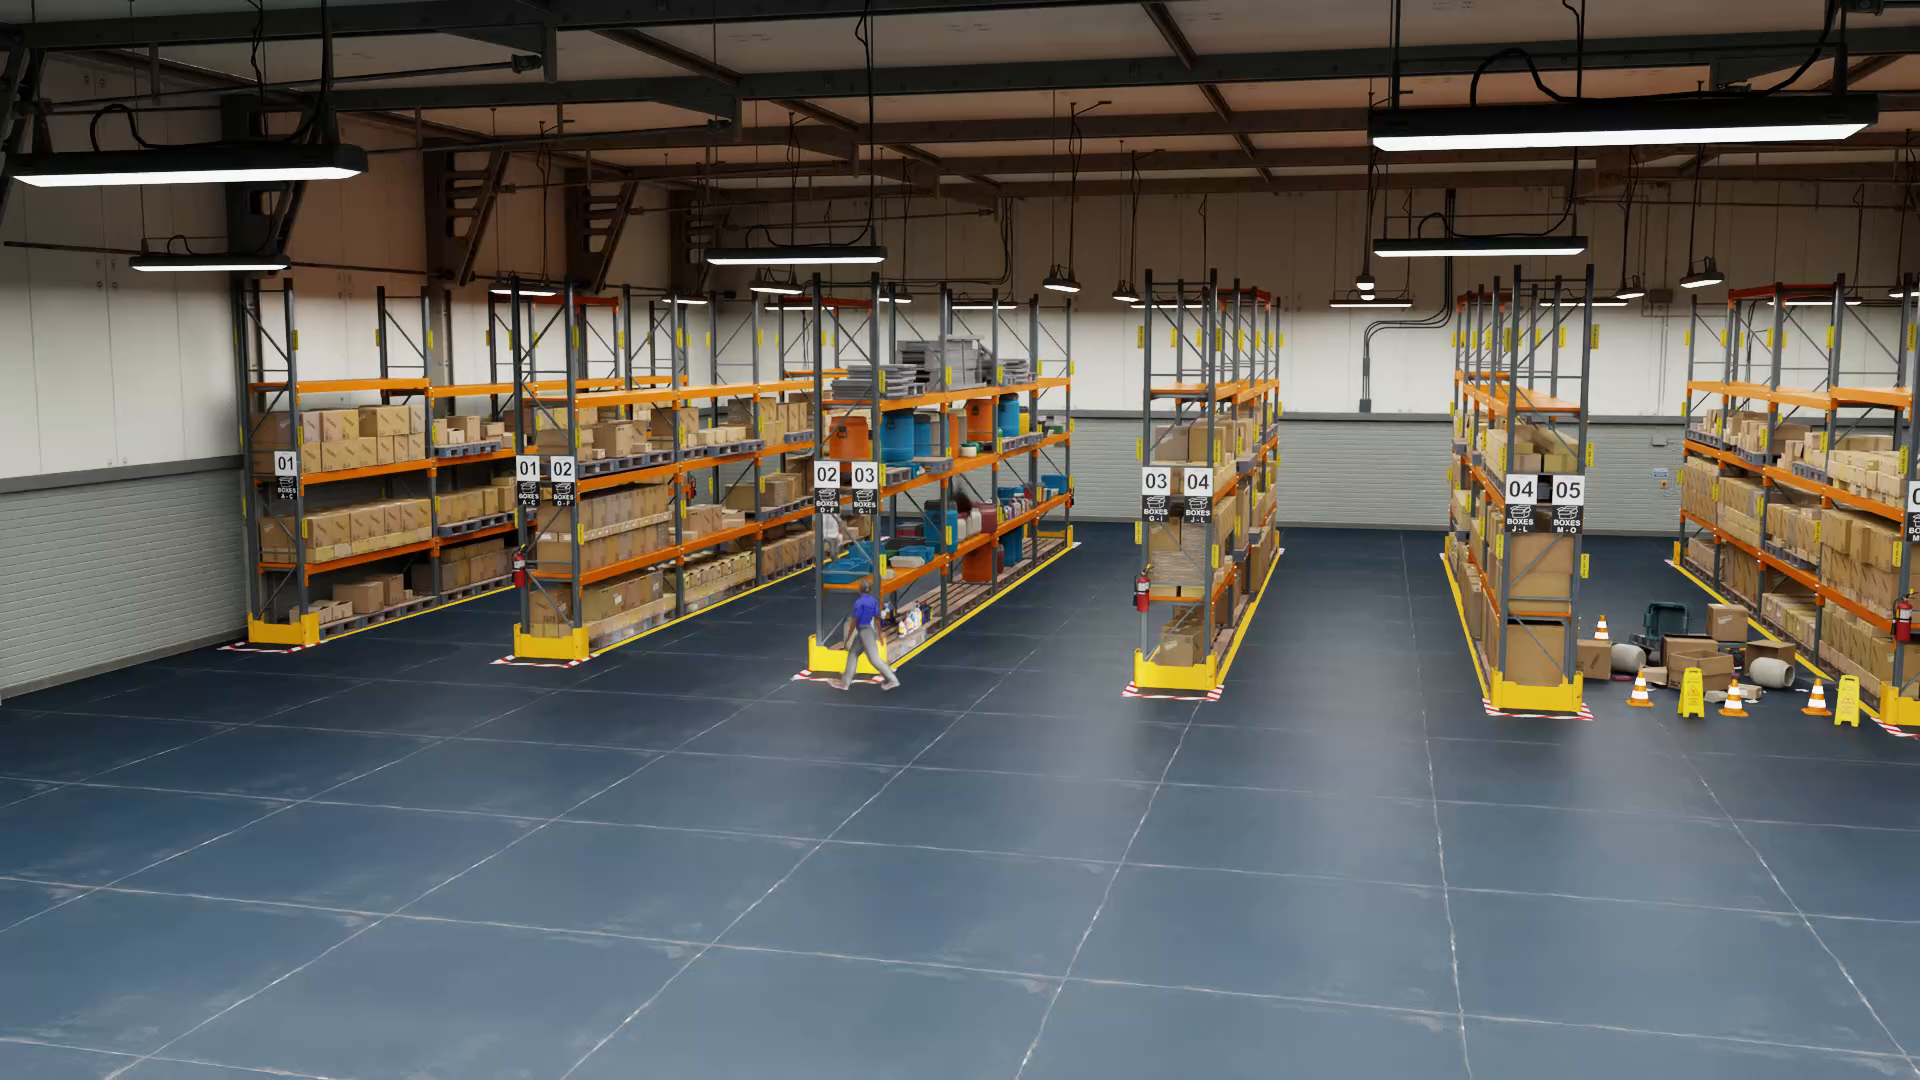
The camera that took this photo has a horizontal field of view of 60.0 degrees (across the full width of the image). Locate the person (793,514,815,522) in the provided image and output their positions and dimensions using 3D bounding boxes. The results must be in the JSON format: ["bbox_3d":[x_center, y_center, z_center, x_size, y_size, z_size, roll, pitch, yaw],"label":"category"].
[{"bbox_3d":[-4.191,-1.298,45.403,1.116,1.738,0.651,5,8,33],"label":"person"}]

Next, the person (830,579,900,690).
[{"bbox_3d":[-1.377,1.358,23.717,0.985,1.612,0.426,0,7,-4],"label":"person"}]

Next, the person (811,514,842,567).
[{"bbox_3d":[-2.791,-0.073,34.899,0.669,1.706,1.064,2,7,12],"label":"person"}]
